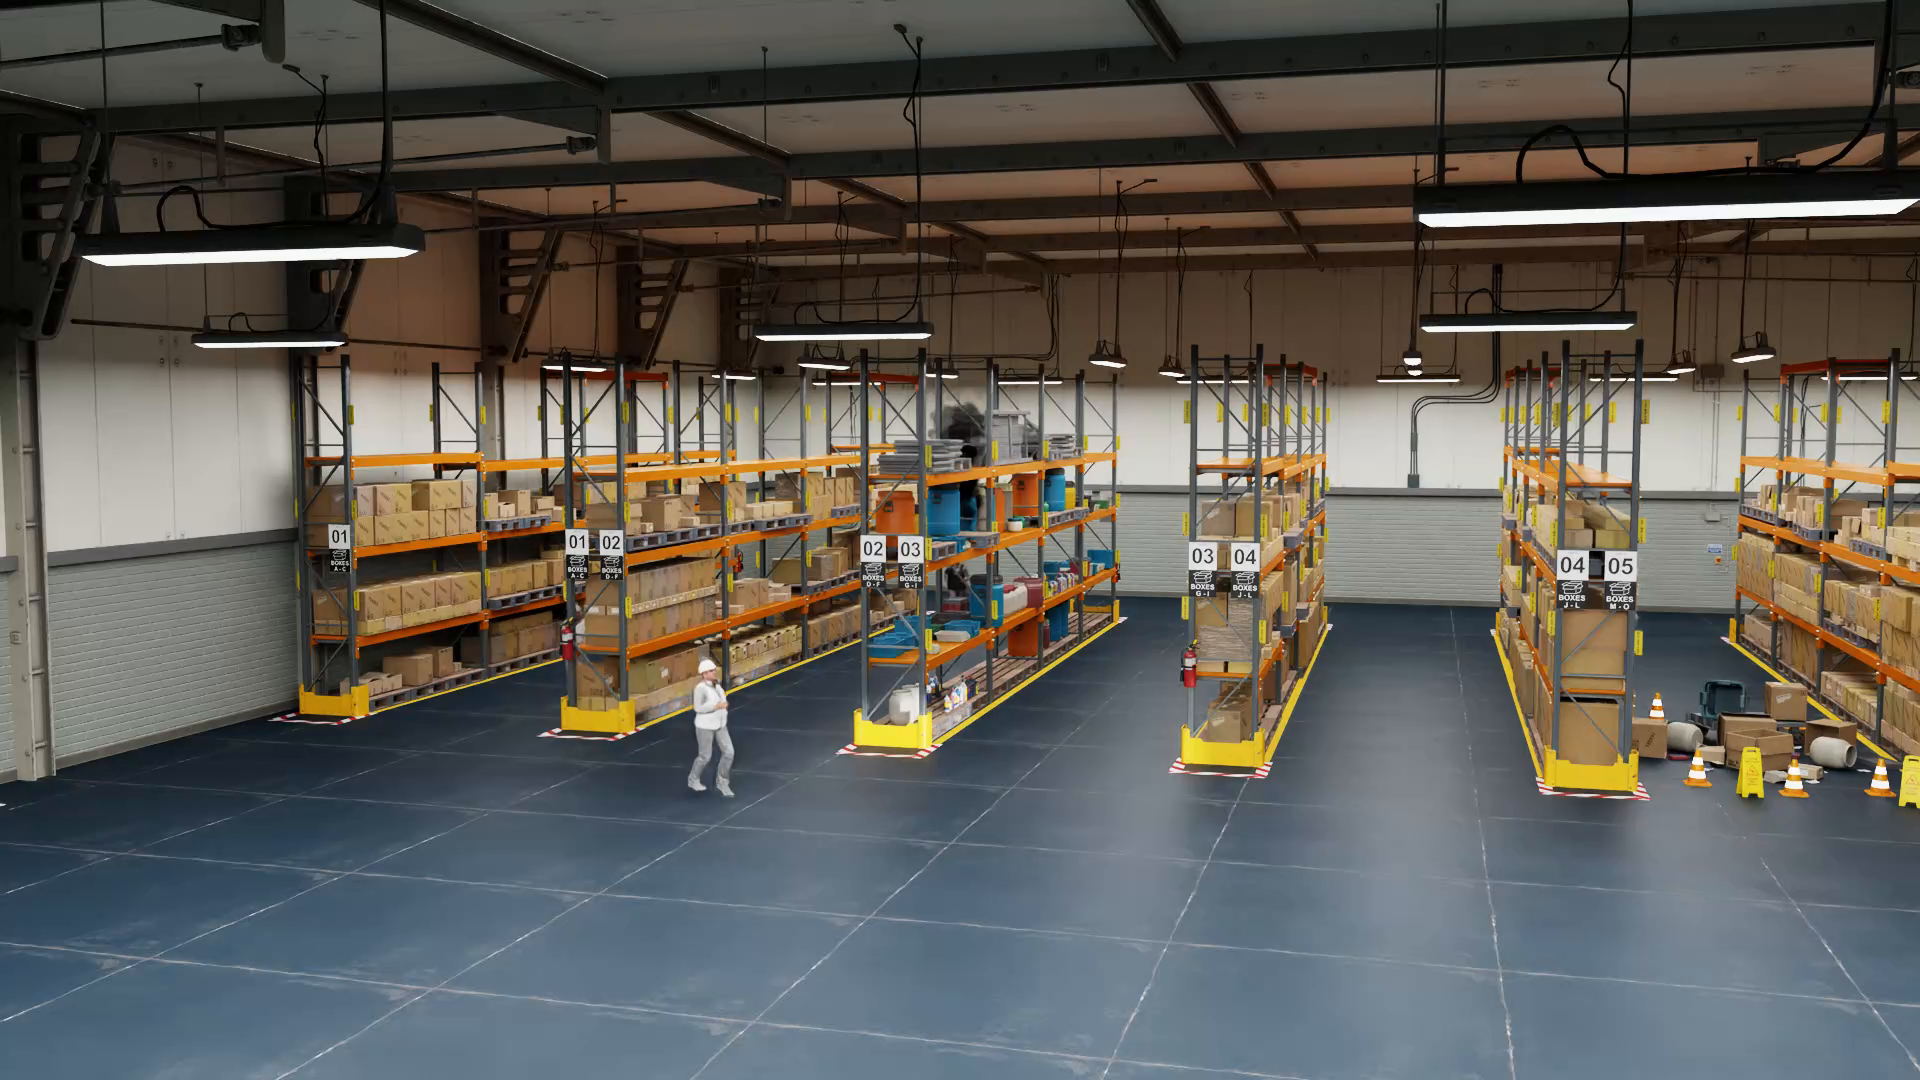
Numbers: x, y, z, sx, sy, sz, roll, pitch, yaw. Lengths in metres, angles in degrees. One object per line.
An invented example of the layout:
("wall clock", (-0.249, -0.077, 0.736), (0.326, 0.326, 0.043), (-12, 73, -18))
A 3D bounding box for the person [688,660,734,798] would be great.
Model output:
("person", (-3.266, 2.481, 21.834), (0.734, 1.825, 0.639), (3, 5, 34))

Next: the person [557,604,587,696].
("person", (-6.598, 1.971, 28.596), (0.723, 1.755, 0.861), (1, 4, 9))

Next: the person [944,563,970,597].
("person", (-0.075, 1.193, 39.396), (0.635, 1.721, 0.957), (0, 4, 3))
